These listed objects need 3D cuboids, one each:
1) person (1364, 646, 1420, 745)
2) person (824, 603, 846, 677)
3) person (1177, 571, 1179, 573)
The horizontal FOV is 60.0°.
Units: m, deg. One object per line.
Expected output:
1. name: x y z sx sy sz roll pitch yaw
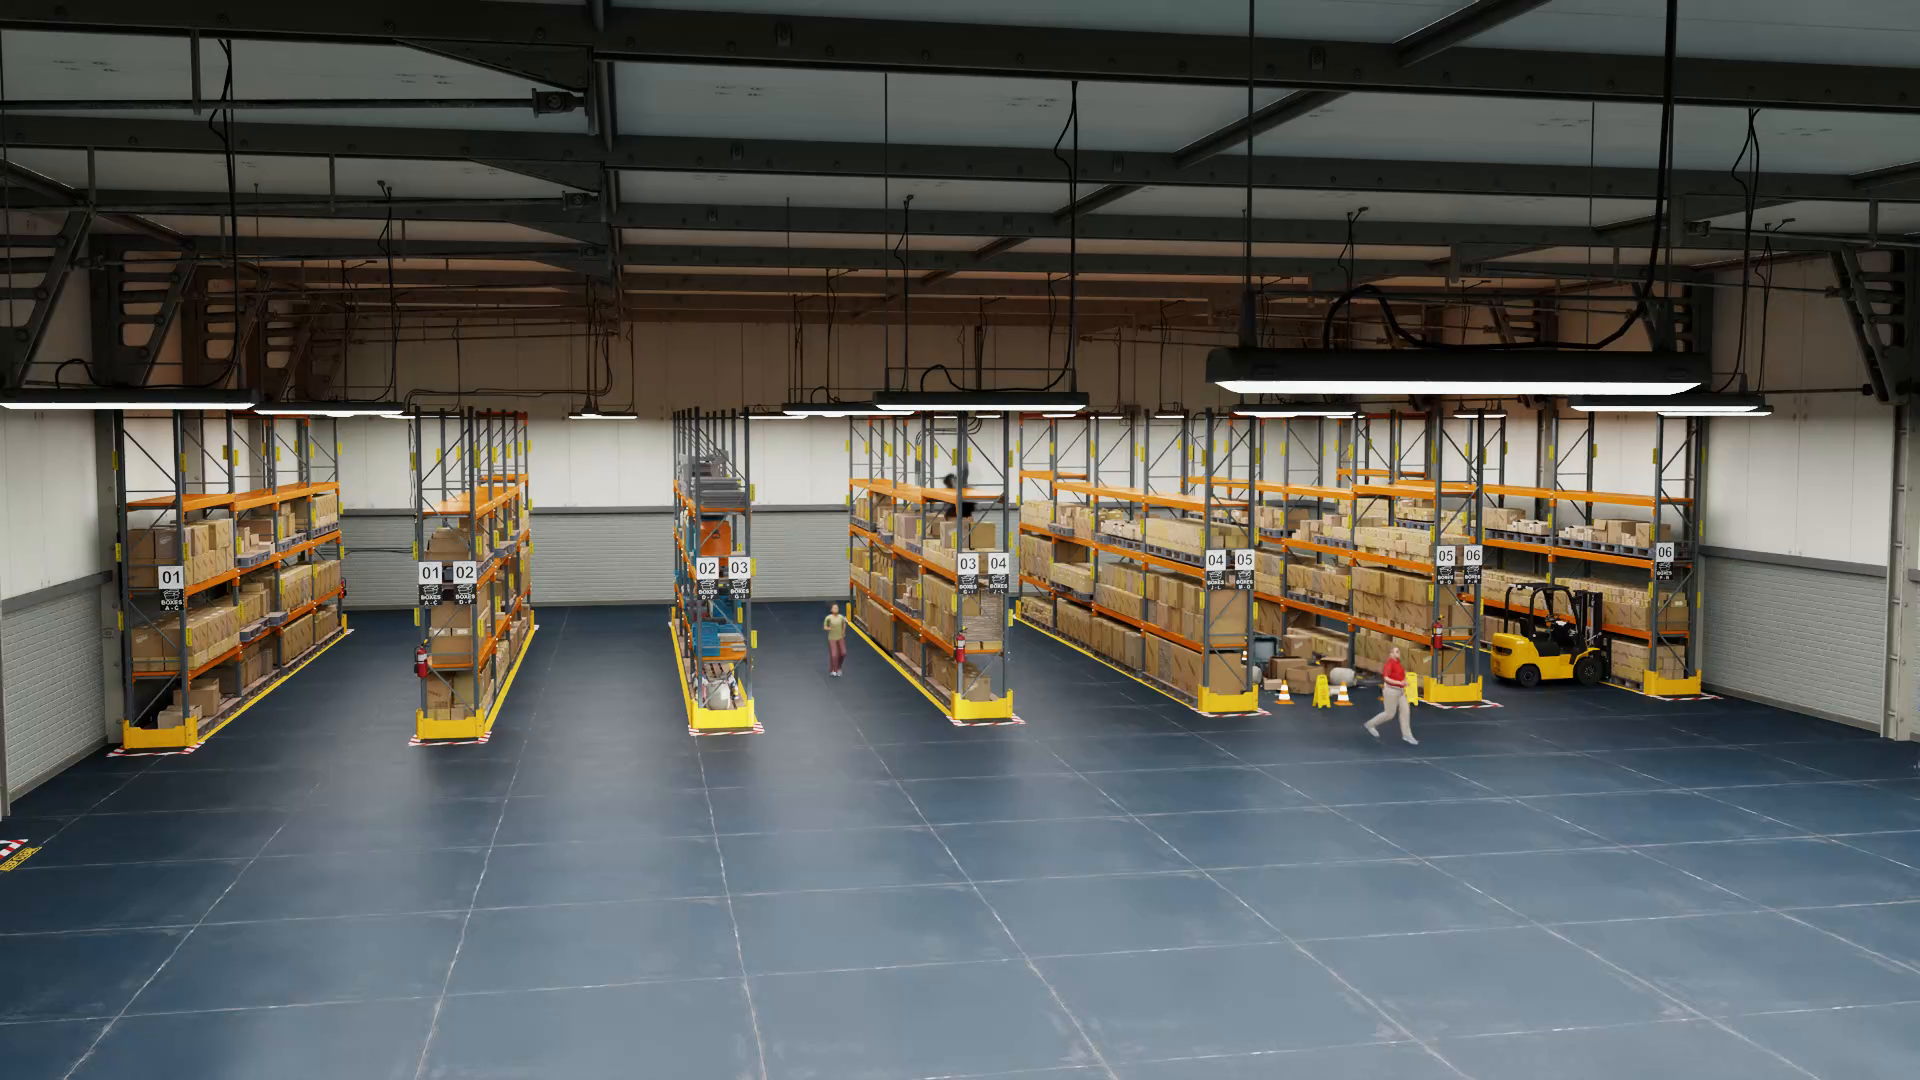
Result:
1. person: 7.731 2.759 29.681 0.981 1.734 0.674 3 5 35
2. person: -2.769 2.245 37.265 0.562 1.656 0.595 -2 4 -21
3. person: 6.948 1.262 51.051 0.760 1.748 0.808 1 4 9
